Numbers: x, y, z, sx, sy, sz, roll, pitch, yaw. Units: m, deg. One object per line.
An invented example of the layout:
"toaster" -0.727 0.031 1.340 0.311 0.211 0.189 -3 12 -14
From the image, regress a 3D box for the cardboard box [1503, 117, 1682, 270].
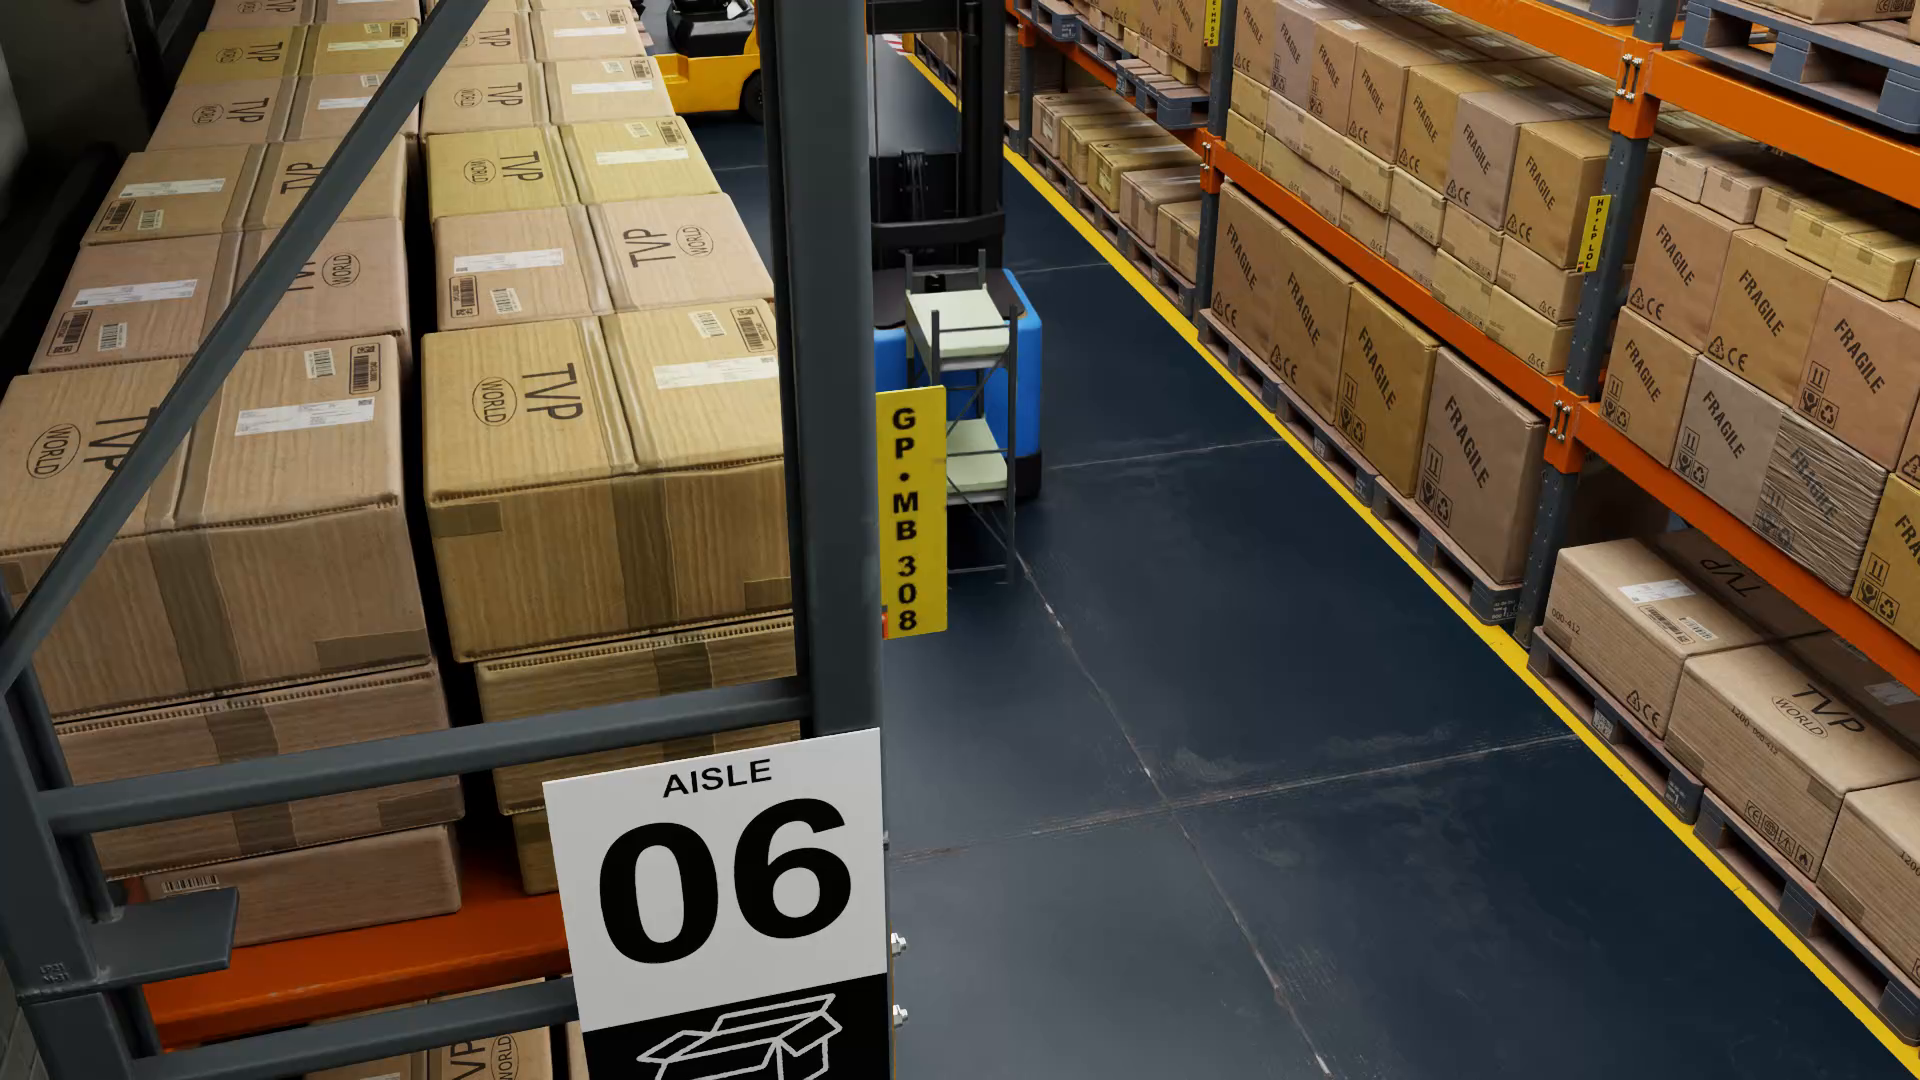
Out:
"cardboard box" 2.775 -1.529 7.299 0.500 0.500 0.500 -7 31 -12

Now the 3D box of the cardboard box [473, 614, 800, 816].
"cardboard box" -0.442 0.111 2.423 0.500 0.250 0.500 -8 31 -14

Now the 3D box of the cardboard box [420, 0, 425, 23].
"cardboard box" -1.792 -1.510 4.724 0.500 0.250 0.500 -8 31 -14

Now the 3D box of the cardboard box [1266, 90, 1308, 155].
"cardboard box" 2.106 -2.426 9.598 0.500 0.250 0.500 -7 31 -12

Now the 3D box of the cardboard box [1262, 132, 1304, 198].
"cardboard box" 2.114 -2.222 9.744 0.500 0.250 0.500 -9 31 -15

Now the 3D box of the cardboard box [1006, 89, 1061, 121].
"cardboard box" 0.596 -3.976 14.950 0.500 0.250 0.500 -6 31 -11

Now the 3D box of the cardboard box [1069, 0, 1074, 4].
"cardboard box" 1.061 -4.250 12.930 0.380 0.149 0.250 -6 31 -10

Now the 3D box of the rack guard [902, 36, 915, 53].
"rack guard" -0.029 -5.548 17.835 1.175 0.500 0.348 -8 31 -13

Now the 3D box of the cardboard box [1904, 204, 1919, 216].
"cardboard box" 3.631 -1.137 5.975 0.380 0.149 0.250 -8 31 -14

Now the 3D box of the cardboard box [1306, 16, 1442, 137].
"cardboard box" 2.232 -2.517 9.007 0.500 0.500 0.500 -7 31 -12

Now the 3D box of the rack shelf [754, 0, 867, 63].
"rack shelf" -1.118 -1.526 3.125 1.077 0.370 4.000 -8 31 -13

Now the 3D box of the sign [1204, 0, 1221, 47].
"sign" 1.553 -3.192 10.194 0.100 0.325 0.005 -8 31 -13

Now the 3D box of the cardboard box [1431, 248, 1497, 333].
"cardboard box" 2.639 -1.235 8.039 0.500 0.250 0.500 -8 31 -14

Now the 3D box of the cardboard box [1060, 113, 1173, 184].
"cardboard box" 1.348 -3.179 13.452 0.950 0.372 0.625 -6 31 -10

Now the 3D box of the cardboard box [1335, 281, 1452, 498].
"cardboard box" 2.647 -0.857 8.937 0.875 0.875 0.875 -7 31 -12

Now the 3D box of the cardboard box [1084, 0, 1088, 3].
"cardboard box" 1.112 -4.341 12.440 0.500 0.500 0.500 -8 31 -14

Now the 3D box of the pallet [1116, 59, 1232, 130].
"pallet" 1.782 -3.049 11.215 1.213 0.211 1.003 -8 31 -13

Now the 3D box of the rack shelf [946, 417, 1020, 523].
"rack shelf" 0.011 -0.282 8.390 0.431 0.370 0.720 -6 31 -10

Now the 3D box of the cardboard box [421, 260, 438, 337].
"cardboard box" -1.244 -0.307 3.144 0.500 0.250 0.500 -9 31 -14

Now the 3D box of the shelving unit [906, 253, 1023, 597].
"shelving unit" 0.011 -0.564 8.227 0.431 1.500 0.755 -6 31 -10

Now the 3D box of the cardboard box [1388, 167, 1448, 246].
"cardboard box" 2.501 -1.692 8.330 0.500 0.250 0.500 -7 31 -12

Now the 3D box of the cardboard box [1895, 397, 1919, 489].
"cardboard box" 3.413 -0.347 5.257 0.500 0.500 0.500 -8 31 -14

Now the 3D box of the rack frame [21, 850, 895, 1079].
"rack frame" -0.587 1.723 2.778 1.000 3.000 0.127 -8 31 -13

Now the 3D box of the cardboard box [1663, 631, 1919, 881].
"cardboard box" 3.437 0.807 6.501 0.875 0.438 0.875 -9 31 -15

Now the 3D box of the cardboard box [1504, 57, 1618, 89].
"cardboard box" 3.003 -2.082 8.254 0.500 0.500 0.500 -9 31 -15

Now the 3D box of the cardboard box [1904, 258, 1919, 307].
"cardboard box" 3.356 -0.830 5.444 0.380 0.149 0.250 -8 31 -13

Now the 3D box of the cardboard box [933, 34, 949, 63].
"cardboard box" 0.026 -4.984 16.692 0.500 0.250 0.500 -7 31 -11

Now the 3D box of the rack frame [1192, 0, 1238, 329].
"rack frame" 2.074 -2.802 10.597 1.000 3.000 0.127 -8 31 -13

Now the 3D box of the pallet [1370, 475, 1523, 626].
"pallet" 2.858 -0.026 8.585 1.003 0.211 1.213 -8 31 -13

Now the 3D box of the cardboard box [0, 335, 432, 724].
"cardboard box" -0.975 -0.033 2.172 0.500 0.250 0.500 -9 31 -15

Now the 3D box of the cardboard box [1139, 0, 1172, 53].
"cardboard box" 1.537 -3.587 11.137 0.500 0.500 0.500 -8 31 -14

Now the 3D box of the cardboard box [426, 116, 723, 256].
"cardboard box" -0.726 -0.592 3.137 0.500 0.250 0.500 -8 31 -14

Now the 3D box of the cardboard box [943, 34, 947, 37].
"cardboard box" 0.048 -5.293 16.477 0.500 0.500 0.500 -9 31 -15

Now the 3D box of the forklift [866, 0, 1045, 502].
"forklift" 8.779 -2.239 9.488 19.036 3.140 6.435 -6 31 -10

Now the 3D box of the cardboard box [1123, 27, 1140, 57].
"cardboard box" 1.363 -3.492 11.620 0.380 0.149 0.250 -7 31 -12

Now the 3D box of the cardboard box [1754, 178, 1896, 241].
"cardboard box" 3.161 -1.201 6.085 0.380 0.149 0.250 -8 31 -14

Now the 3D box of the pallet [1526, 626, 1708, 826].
"pallet" 3.262 0.714 7.306 1.003 0.211 1.213 -8 31 -13

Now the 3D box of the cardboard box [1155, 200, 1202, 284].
"cardboard box" 1.933 -2.121 11.624 0.950 0.372 0.625 -10 32 -17

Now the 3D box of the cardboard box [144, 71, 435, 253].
"cardboard box" -1.366 -0.777 3.457 0.500 0.250 0.500 -8 31 -13

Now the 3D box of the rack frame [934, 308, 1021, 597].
"rack frame" 0.081 -0.384 7.916 0.400 1.500 0.023 -6 31 -10

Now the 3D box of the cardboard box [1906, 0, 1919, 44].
"cardboard box" 3.524 -1.791 5.234 0.797 0.503 0.637 -5 31 -9

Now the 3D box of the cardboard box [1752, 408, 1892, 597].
"cardboard box" 3.263 -0.168 5.945 0.500 0.500 0.500 -8 31 -13

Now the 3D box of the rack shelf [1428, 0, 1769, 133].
"rack shelf" 2.605 -2.823 8.357 1.077 0.370 4.000 -8 31 -13

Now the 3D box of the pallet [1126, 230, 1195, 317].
"pallet" 1.868 -1.973 11.948 1.003 0.211 1.213 -8 31 -13
